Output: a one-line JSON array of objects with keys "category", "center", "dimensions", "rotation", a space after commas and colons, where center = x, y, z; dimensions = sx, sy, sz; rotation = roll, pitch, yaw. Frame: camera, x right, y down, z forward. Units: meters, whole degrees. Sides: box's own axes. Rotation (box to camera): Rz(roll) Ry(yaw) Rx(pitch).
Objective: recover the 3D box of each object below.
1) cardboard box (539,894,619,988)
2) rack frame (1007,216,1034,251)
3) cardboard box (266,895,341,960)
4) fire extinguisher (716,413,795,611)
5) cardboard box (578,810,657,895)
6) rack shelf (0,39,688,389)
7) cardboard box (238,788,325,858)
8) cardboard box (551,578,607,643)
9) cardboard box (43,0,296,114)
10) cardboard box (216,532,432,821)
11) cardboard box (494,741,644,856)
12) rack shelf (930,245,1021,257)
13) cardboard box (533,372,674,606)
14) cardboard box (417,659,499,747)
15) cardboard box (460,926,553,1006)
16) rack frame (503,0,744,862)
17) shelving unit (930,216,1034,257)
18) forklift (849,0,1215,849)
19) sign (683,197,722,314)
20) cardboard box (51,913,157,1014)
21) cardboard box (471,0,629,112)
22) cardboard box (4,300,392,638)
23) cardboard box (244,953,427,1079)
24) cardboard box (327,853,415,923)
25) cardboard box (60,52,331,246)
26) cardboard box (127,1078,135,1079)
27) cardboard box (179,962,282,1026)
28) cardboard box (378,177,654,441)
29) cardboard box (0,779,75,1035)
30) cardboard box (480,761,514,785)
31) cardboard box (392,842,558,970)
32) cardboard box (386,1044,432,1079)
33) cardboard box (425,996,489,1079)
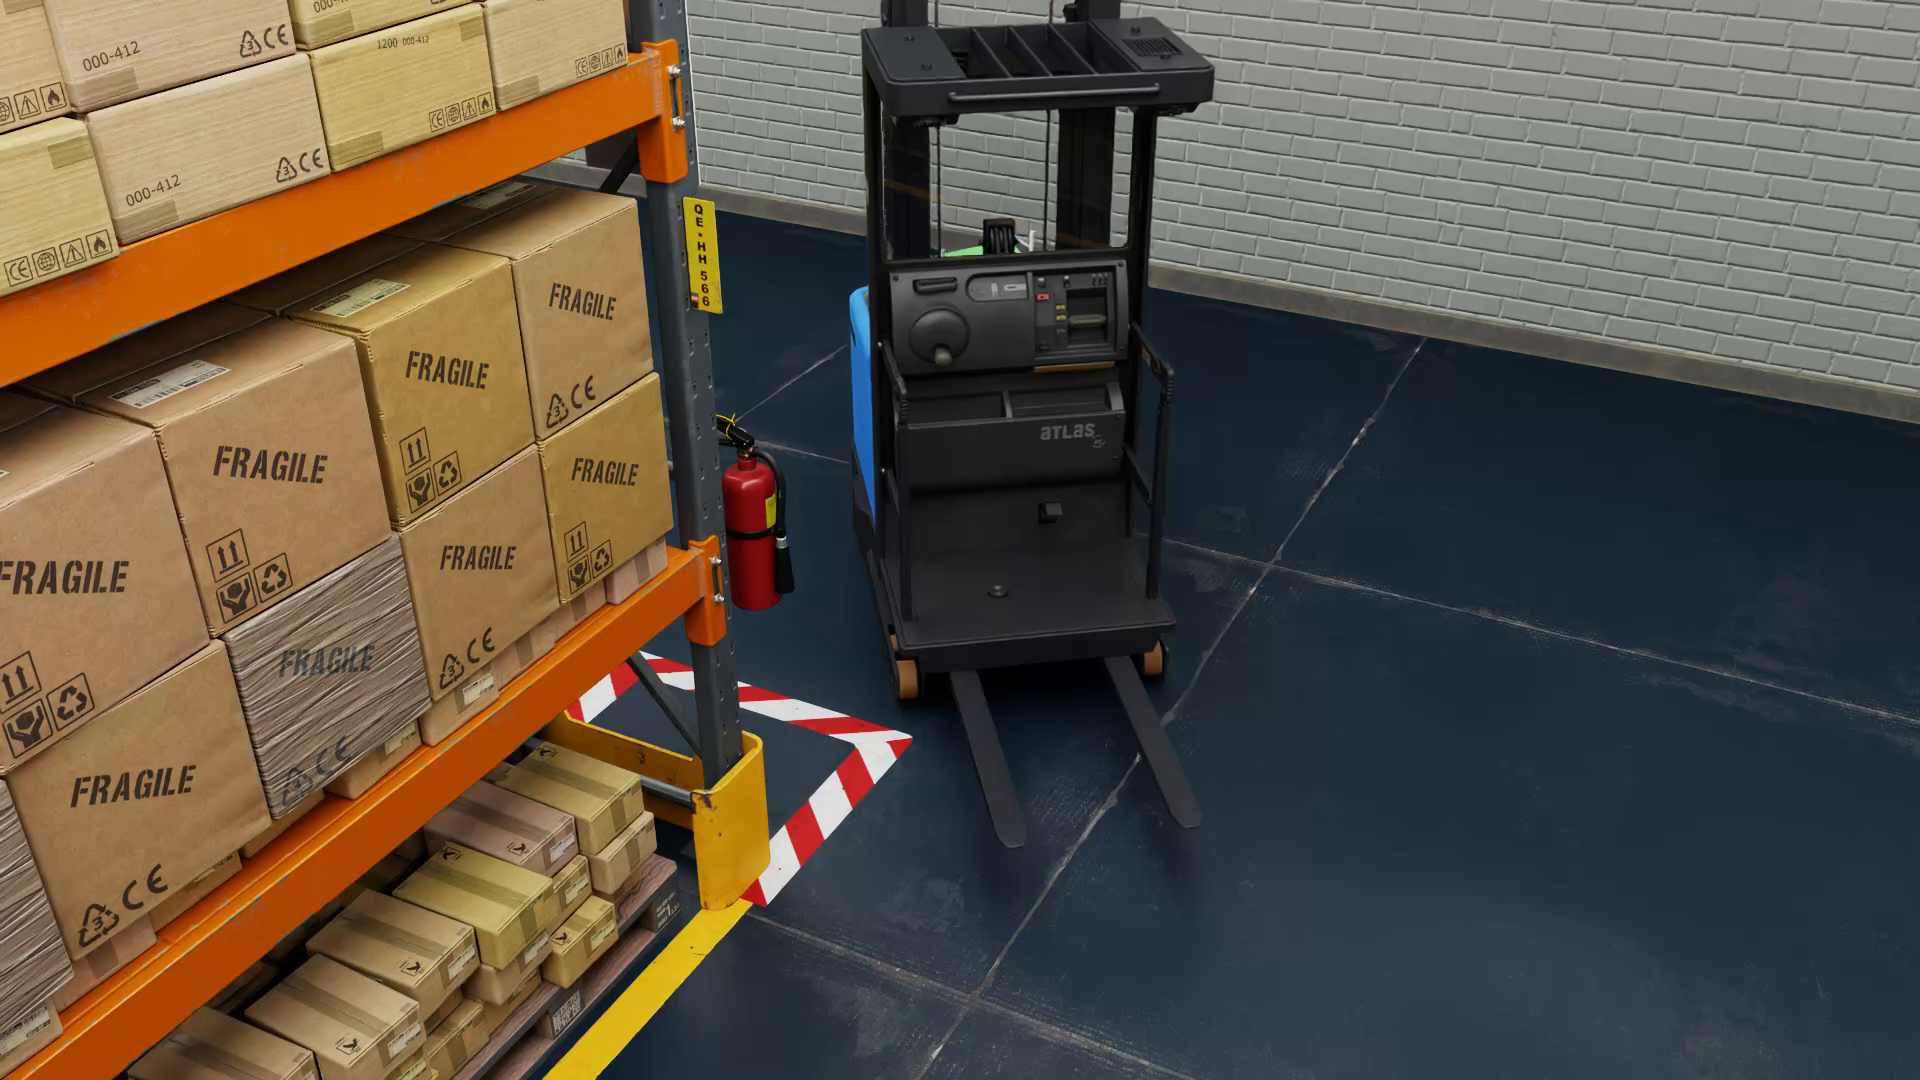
[{"category": "cardboard box", "center": [-1.283, 1.185, 5.115], "dimensions": [0.380, 0.149, 0.250], "rotation": [15, 33, 25]}, {"category": "rack frame", "center": [0.286, -0.999, 8.285], "dimensions": [0.015, 1.200, 0.240], "rotation": [-16, 33, -25]}, {"category": "cardboard box", "center": [-2.029, 1.025, 4.796], "dimensions": [0.380, 0.149, 0.250], "rotation": [13, 32, 21]}, {"category": "fire extinguisher", "center": [-0.676, -0.099, 5.362], "dimensions": [0.296, 0.674, 0.183], "rotation": [14, 33, 23]}, {"category": "cardboard box", "center": [-1.188, 0.937, 5.249], "dimensions": [0.380, 0.149, 0.250], "rotation": [13, 32, 22]}, {"category": "rack shelf", "center": [-2.113, -0.389, 3.126], "dimensions": [1.077, 0.370, 4.000], "rotation": [14, 33, 23]}, {"category": "cardboard box", "center": [-1.764, 0.582, 3.977], "dimensions": [0.380, 0.149, 0.250], "rotation": [13, 32, 21]}, {"category": "cardboard box", "center": [-1.245, 0.132, 4.759], "dimensions": [0.380, 0.149, 0.250], "rotation": [14, 33, 23]}, {"category": "cardboard box", "center": [-1.652, -1.024, 3.158], "dimensions": [0.500, 0.250, 0.500], "rotation": [15, 33, 24]}, {"category": "cardboard box", "center": [-1.639, 0.252, 3.899], "dimensions": [0.500, 0.500, 0.500], "rotation": [14, 33, 23]}, {"category": "cardboard box", "center": [-1.217, 0.801, 5.186], "dimensions": [0.380, 0.149, 0.250], "rotation": [15, 33, 24]}, {"category": "rack shelf", "center": [0.074, -1.300, 7.974], "dimensions": [0.480, 0.148, 0.258], "rotation": [-16, 33, -25]}, {"category": "cardboard box", "center": [-1.177, -0.202, 4.690], "dimensions": [0.500, 0.500, 0.500], "rotation": [15, 33, 24]}, {"category": "cardboard box", "center": [-1.441, 0.365, 4.354], "dimensions": [0.380, 0.149, 0.250], "rotation": [15, 33, 25]}, {"category": "cardboard box", "center": [-1.423, 1.168, 4.847], "dimensions": [0.380, 0.149, 0.250], "rotation": [13, 32, 21]}, {"category": "rack frame", "center": [-1.201, -0.287, 5.237], "dimensions": [1.000, 3.000, 0.127], "rotation": [14, 33, 23]}, {"category": "shelving unit", "center": [0.074, -0.939, 8.181], "dimensions": [0.503, 1.200, 0.258], "rotation": [-16, 33, -25]}, {"category": "forklift", "center": [0.232, -0.825, 6.244], "dimensions": [1.130, 2.935, 3.031], "rotation": [-5, 30, -8]}, {"category": "sign", "center": [-0.717, -0.791, 4.636], "dimensions": [0.100, 0.325, 0.005], "rotation": [14, 33, 23]}, {"category": "cardboard box", "center": [-1.966, 0.820, 3.563], "dimensions": [0.380, 0.149, 0.250], "rotation": [16, 33, 25]}, {"category": "cardboard box", "center": [-1.173, -1.261, 4.072], "dimensions": [0.500, 0.250, 0.500], "rotation": [14, 33, 22]}, {"category": "cardboard box", "center": [-1.648, -0.176, 3.642], "dimensions": [0.500, 0.500, 0.500], "rotation": [16, 34, 26]}, {"category": "cardboard box", "center": [-1.635, 1.276, 4.360], "dimensions": [0.380, 0.149, 0.250], "rotation": [16, 33, 25]}, {"category": "cardboard box", "center": [-1.876, 1.050, 5.053], "dimensions": [0.380, 0.149, 0.250], "rotation": [15, 33, 24]}, {"category": "cardboard box", "center": [-1.637, -0.816, 3.298], "dimensions": [0.500, 0.250, 0.500], "rotation": [16, 33, 25]}, {"category": "cardboard box", "center": [-1.948, 1.490, 3.987], "dimensions": [0.380, 0.149, 0.250], "rotation": [14, 33, 24]}, {"category": "cardboard box", "center": [-2.126, 1.278, 4.655], "dimensions": [0.380, 0.149, 0.250], "rotation": [13, 32, 21]}, {"category": "cardboard box", "center": [-1.188, -0.634, 4.438], "dimensions": [0.500, 0.500, 0.500], "rotation": [14, 33, 22]}, {"category": "cardboard box", "center": [-2.093, 0.716, 3.093], "dimensions": [0.500, 0.500, 0.500], "rotation": [14, 33, 22]}, {"category": "cardboard box", "center": [-1.669, 0.812, 5.466], "dimensions": [0.380, 0.149, 0.250], "rotation": [16, 33, 25]}, {"category": "cardboard box", "center": [-1.387, 1.043, 4.764], "dimensions": [0.380, 0.149, 0.250], "rotation": [14, 33, 22]}, {"category": "cardboard box", "center": [-1.647, 1.400, 4.442], "dimensions": [0.380, 0.149, 0.250], "rotation": [15, 33, 24]}, {"category": "cardboard box", "center": [-1.581, 1.395, 4.750], "dimensions": [0.380, 0.149, 0.250], "rotation": [15, 33, 24]}]
